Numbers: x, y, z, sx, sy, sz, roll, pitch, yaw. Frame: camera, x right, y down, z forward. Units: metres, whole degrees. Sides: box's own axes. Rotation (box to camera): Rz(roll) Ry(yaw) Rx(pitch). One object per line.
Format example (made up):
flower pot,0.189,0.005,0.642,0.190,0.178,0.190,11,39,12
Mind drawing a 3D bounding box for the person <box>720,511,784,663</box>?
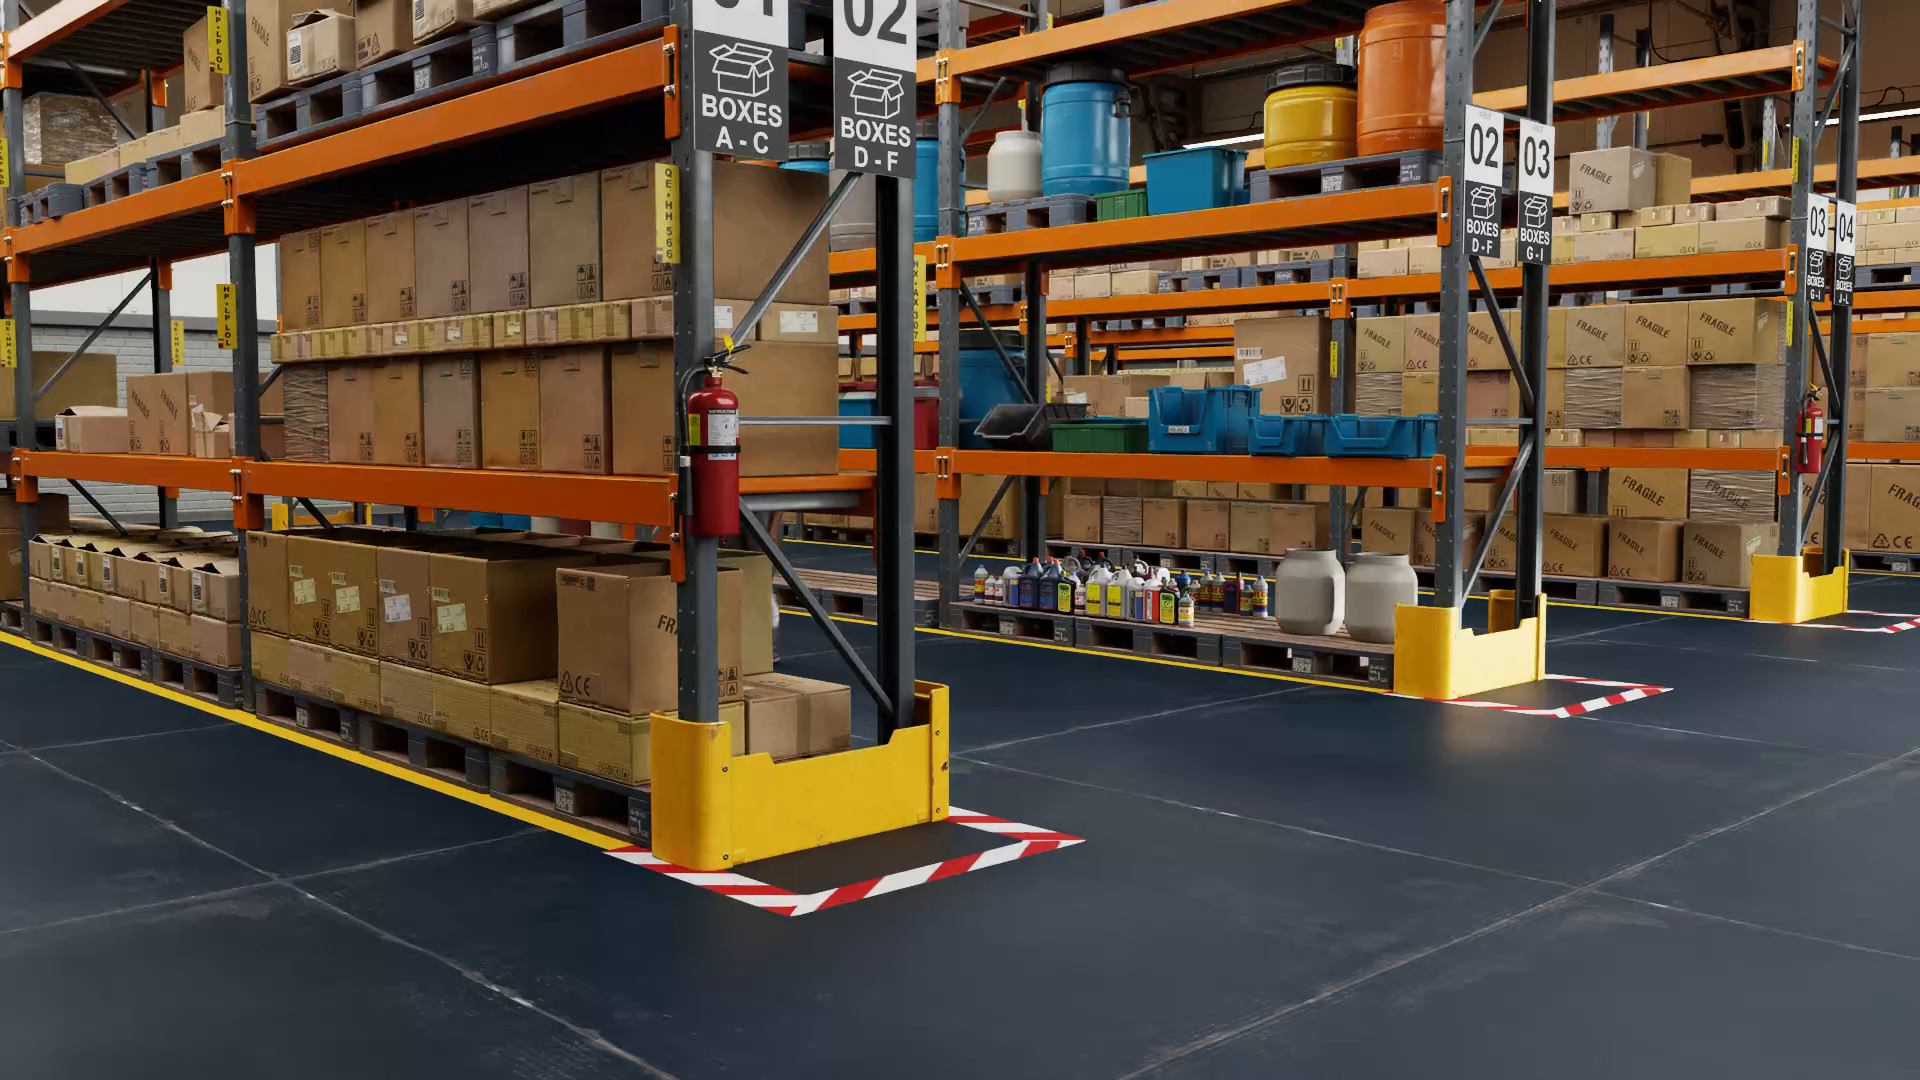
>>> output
person,-1.302,-0.055,10.353,0.524,1.655,0.350,4,6,44
